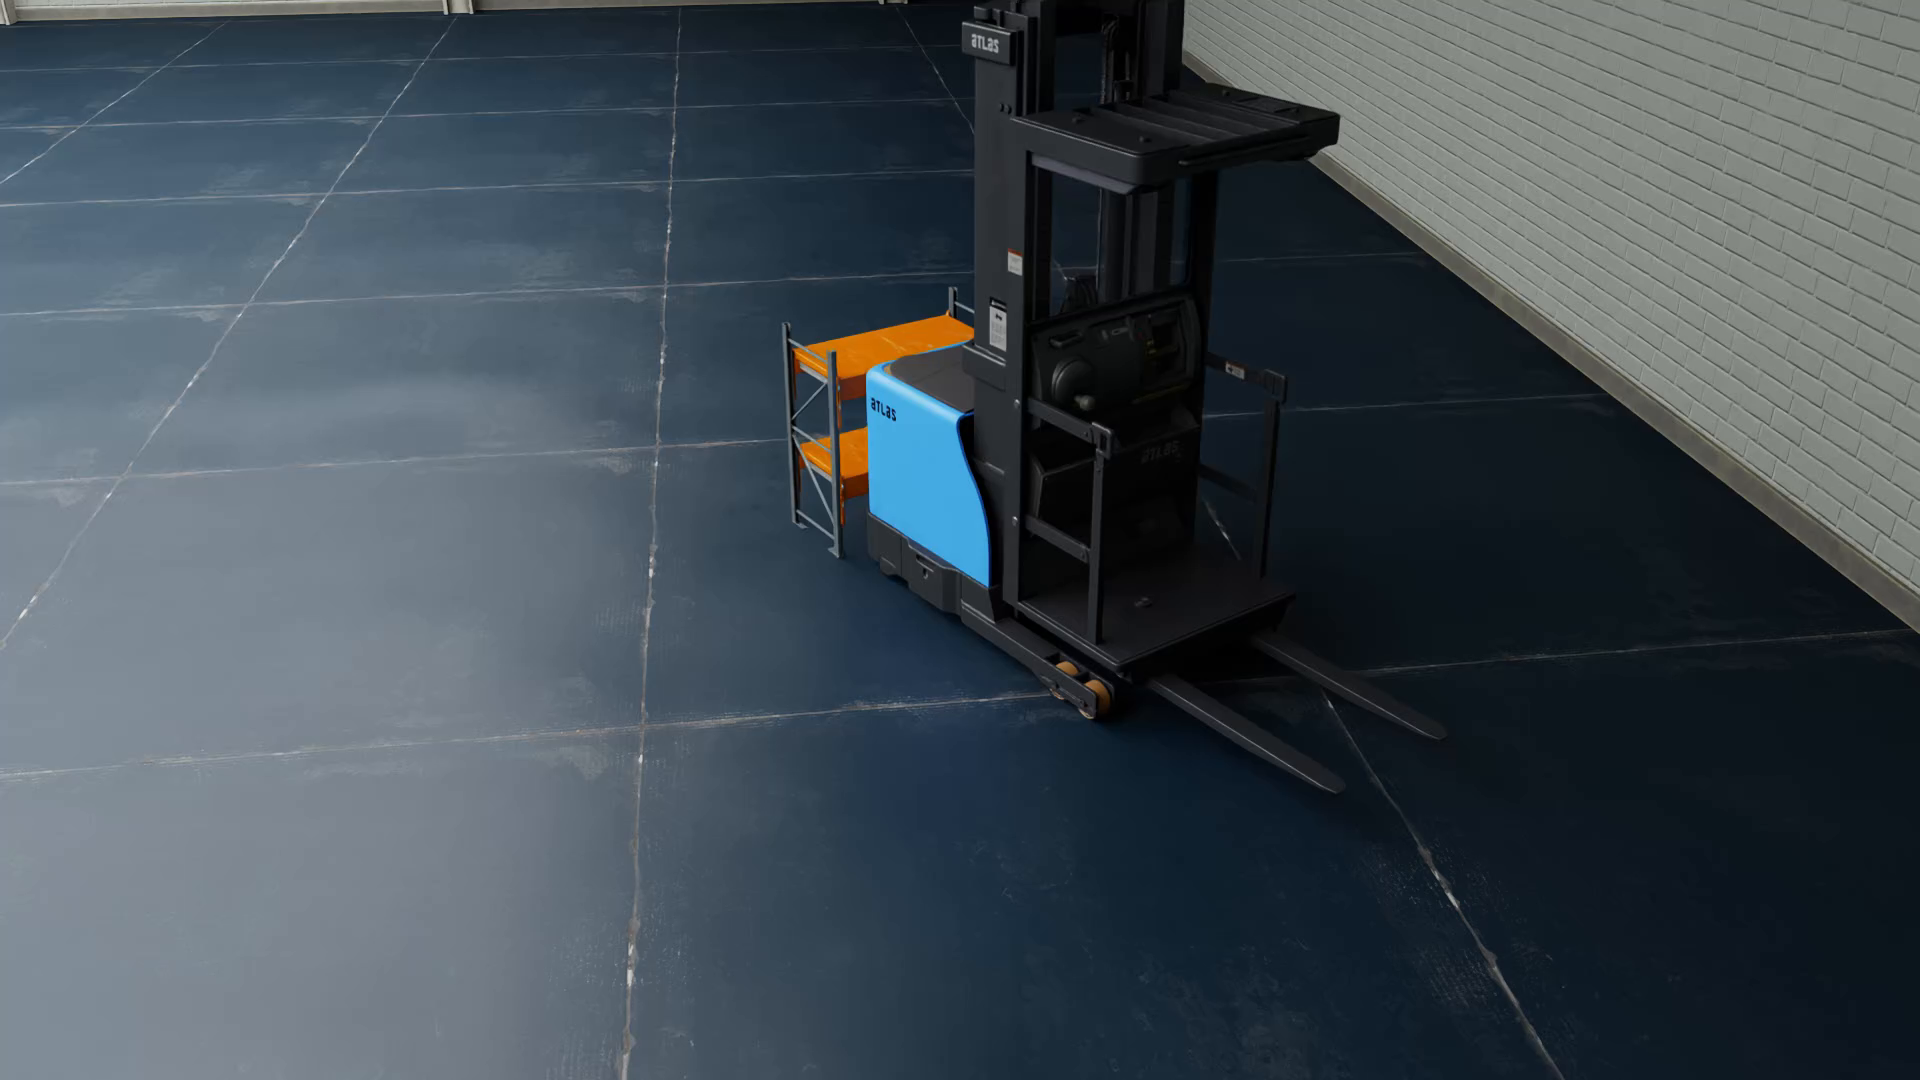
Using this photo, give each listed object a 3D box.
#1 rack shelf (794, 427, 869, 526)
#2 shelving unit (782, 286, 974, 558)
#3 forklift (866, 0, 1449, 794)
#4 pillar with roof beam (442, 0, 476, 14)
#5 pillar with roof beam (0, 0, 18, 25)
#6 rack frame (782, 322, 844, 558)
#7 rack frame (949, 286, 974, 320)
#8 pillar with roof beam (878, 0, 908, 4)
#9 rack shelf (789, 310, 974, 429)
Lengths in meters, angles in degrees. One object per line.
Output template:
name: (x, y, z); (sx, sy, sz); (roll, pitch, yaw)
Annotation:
rack shelf: (-0.330, -0.420, 8.871); (1.000, 0.278, 0.538); (-17, 32, -30)
shelving unit: (-0.330, -0.637, 8.760); (1.048, 1.125, 0.538); (-17, 32, -30)
forklift: (0.811, -0.780, 7.059); (1.130, 2.935, 3.031); (-19, 33, -32)
pillar with roof beam: (-6.296, -9.343, 17.101); (0.400, 9.000, 9.100); (-4, 27, -7)
pillar with roof beam: (-12.237, -8.961, 16.357); (0.400, 9.000, 9.100); (-4, 27, -7)
rack frame: (-0.751, -0.508, 8.507); (0.032, 1.125, 0.500); (-17, 32, -30)
rack frame: (0.092, -0.767, 9.012); (0.032, 1.125, 0.500); (-17, 32, -30)
pillar with roof beam: (-0.354, -9.724, 17.844); (0.400, 9.000, 9.100); (-4, 27, -7)
rack shelf: (-0.330, -0.898, 8.626); (1.000, 0.278, 0.538); (-17, 32, -30)
